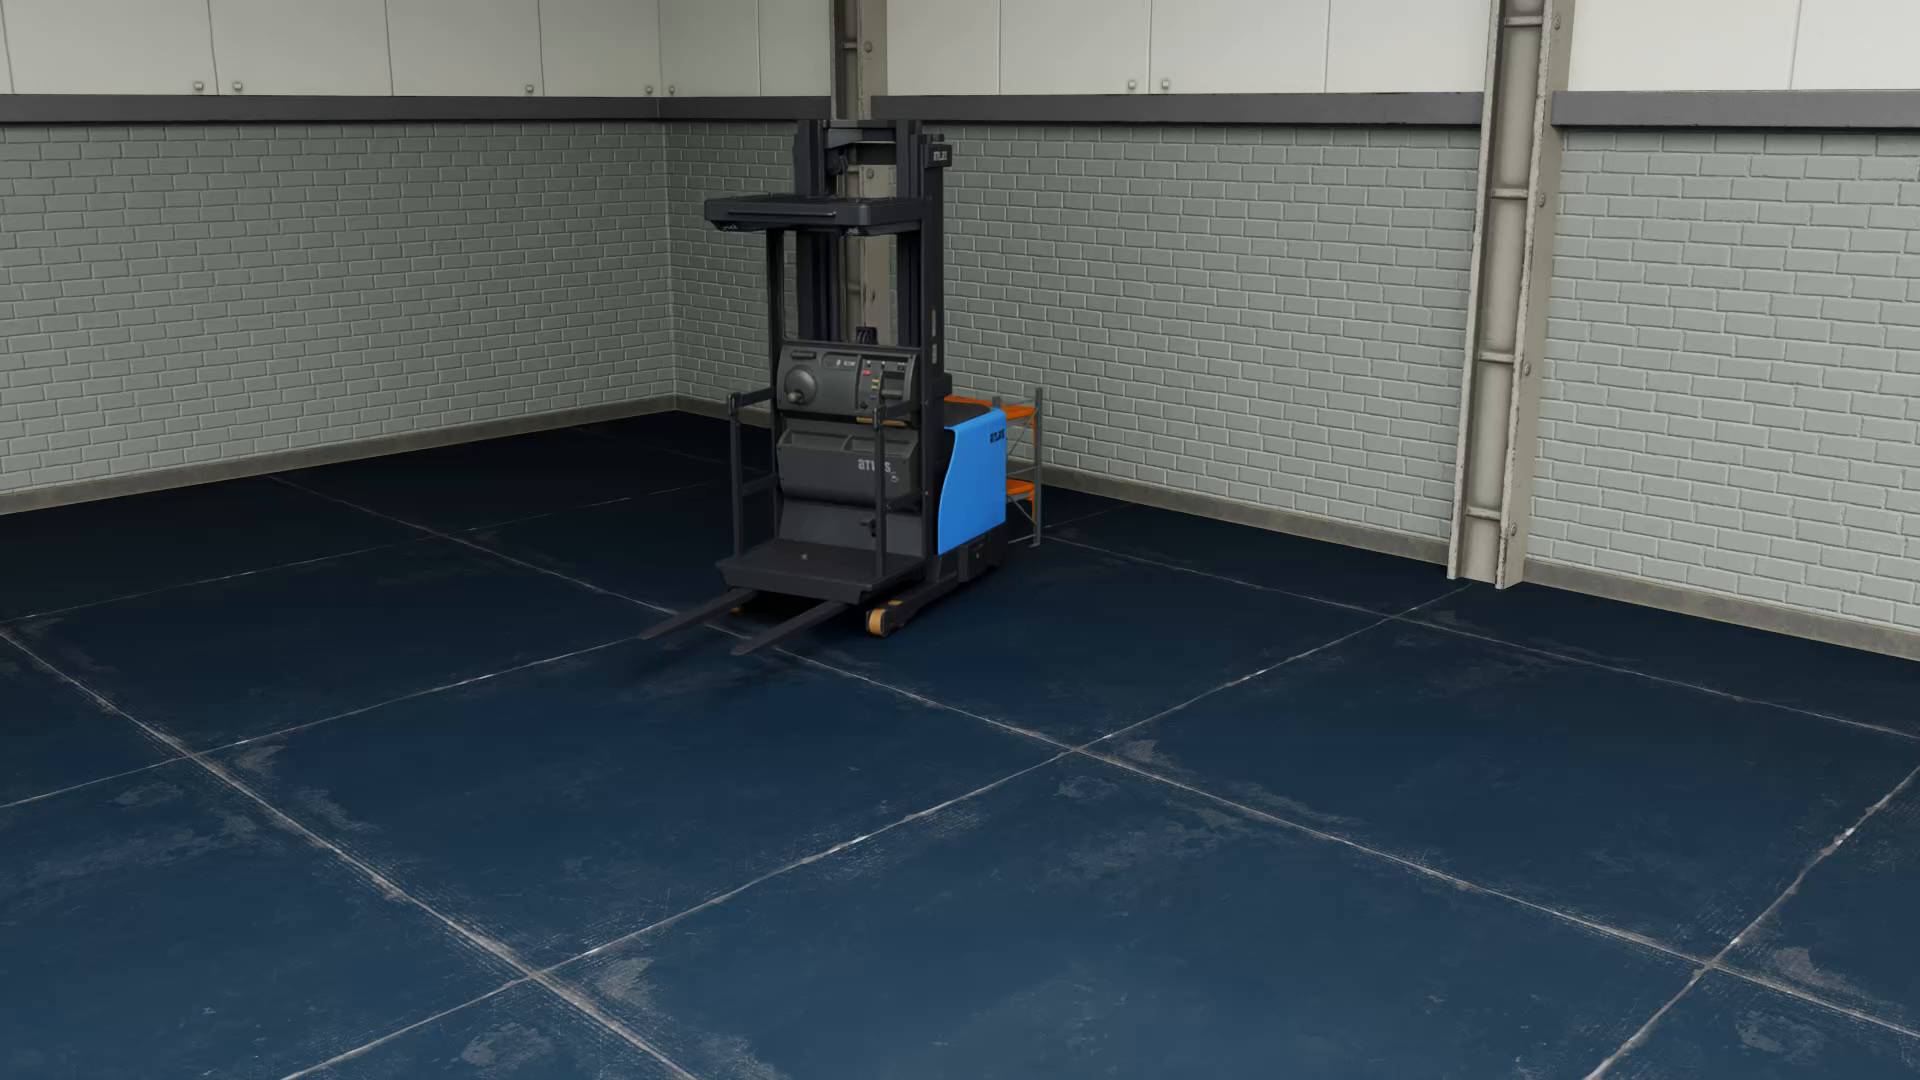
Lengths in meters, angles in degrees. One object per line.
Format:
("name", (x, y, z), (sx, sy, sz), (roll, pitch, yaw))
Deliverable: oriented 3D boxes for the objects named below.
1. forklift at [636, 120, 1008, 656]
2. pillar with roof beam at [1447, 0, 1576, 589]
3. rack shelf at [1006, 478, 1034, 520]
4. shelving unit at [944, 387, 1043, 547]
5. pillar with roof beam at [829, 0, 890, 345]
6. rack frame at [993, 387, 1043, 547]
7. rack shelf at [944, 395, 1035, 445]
("forklift", (-0.785, -0.978, 9.873), (1.130, 2.935, 3.031), (7, 16, 26))
("pillar with roof beam", (0.471, -3.318, 6.818), (0.400, 9.000, 9.100), (14, 20, 42))
("rack shelf", (0.014, -0.315, 11.880), (1.000, 0.278, 0.538), (12, 19, 39))
("shelving unit", (0.014, -0.552, 11.818), (1.048, 1.125, 0.538), (12, 19, 39))
("pillar with roof beam", (-3.848, -4.368, 10.848), (0.400, 9.000, 9.100), (14, 20, 42))
("rack frame", (0.397, -0.467, 11.495), (0.032, 1.125, 0.500), (12, 19, 39))
("rack shelf", (0.014, -0.835, 11.744), (1.000, 0.278, 0.538), (12, 19, 39))
